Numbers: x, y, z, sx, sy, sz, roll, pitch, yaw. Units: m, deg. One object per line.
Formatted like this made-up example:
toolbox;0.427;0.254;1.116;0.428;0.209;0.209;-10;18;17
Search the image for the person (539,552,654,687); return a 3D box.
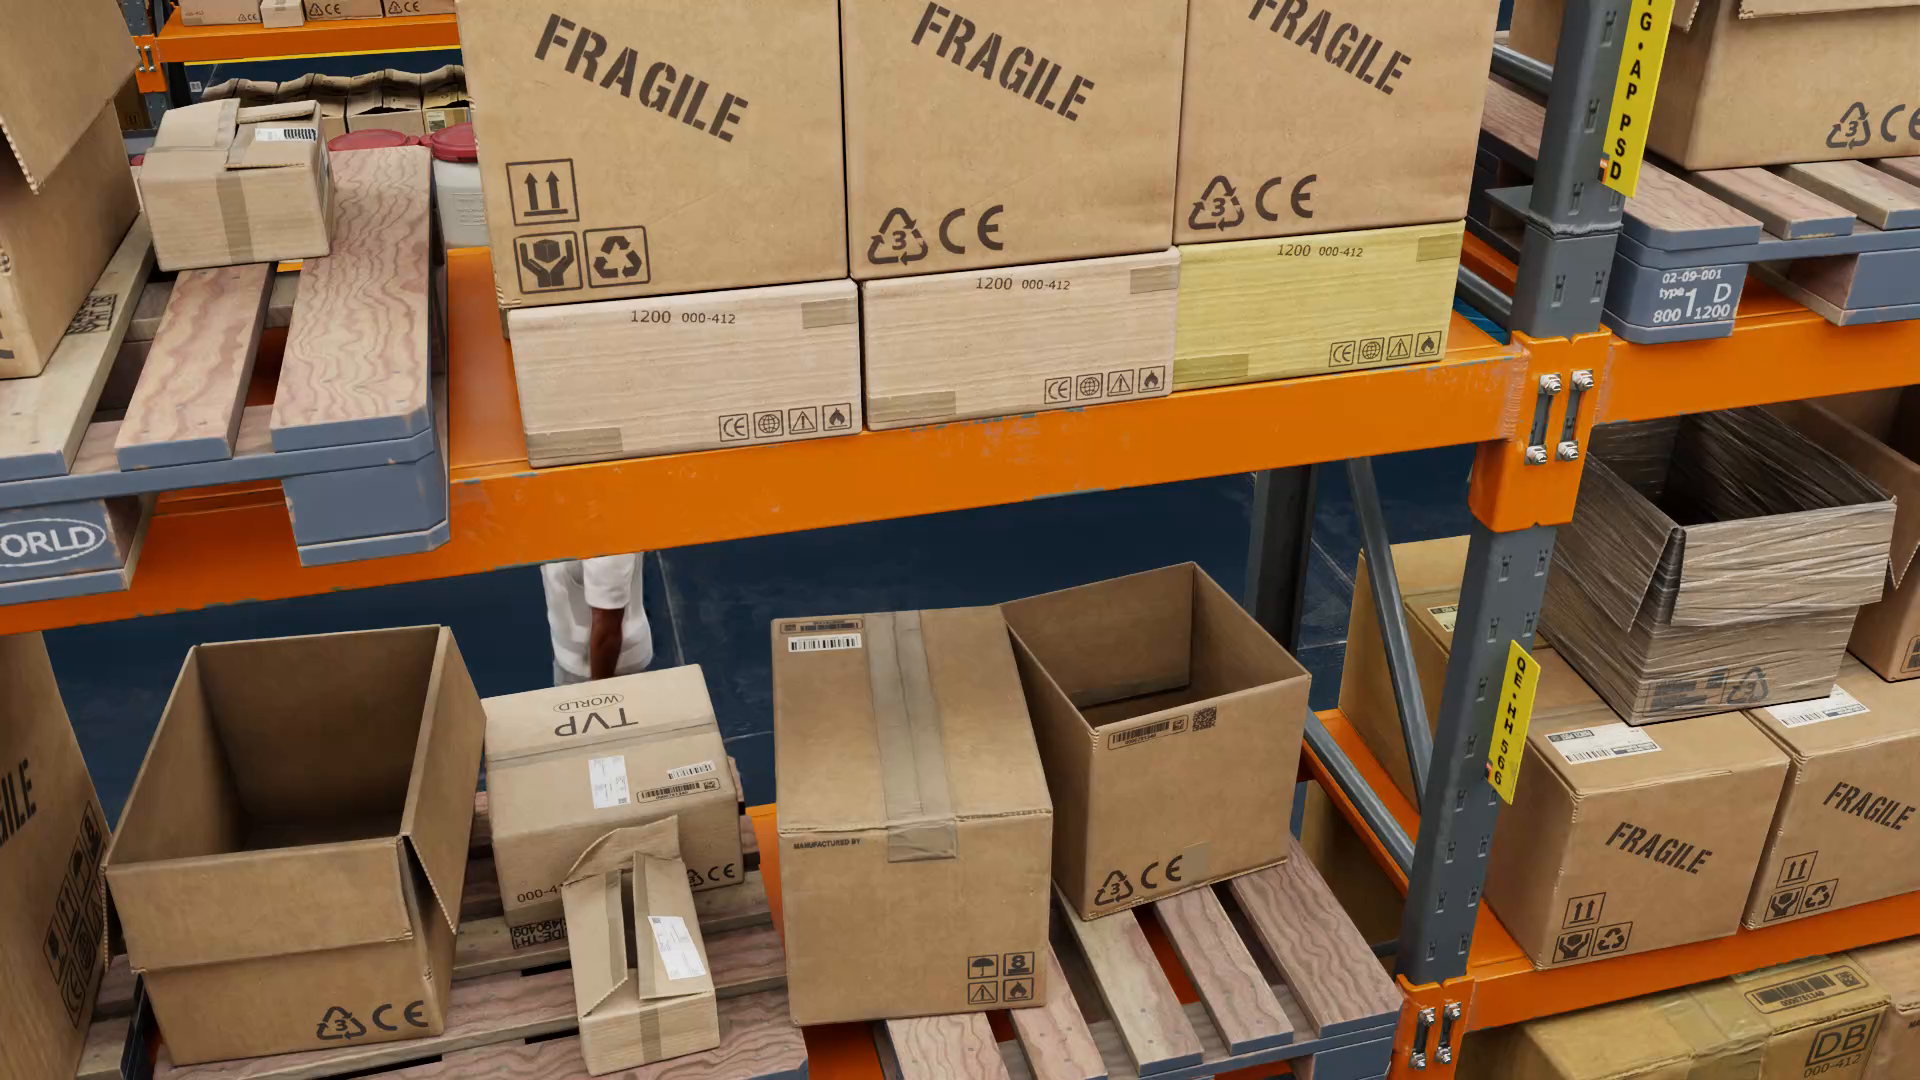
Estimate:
person;-1.142;0.344;5.465;0.649;1.751;0.584;-9;31;-16
